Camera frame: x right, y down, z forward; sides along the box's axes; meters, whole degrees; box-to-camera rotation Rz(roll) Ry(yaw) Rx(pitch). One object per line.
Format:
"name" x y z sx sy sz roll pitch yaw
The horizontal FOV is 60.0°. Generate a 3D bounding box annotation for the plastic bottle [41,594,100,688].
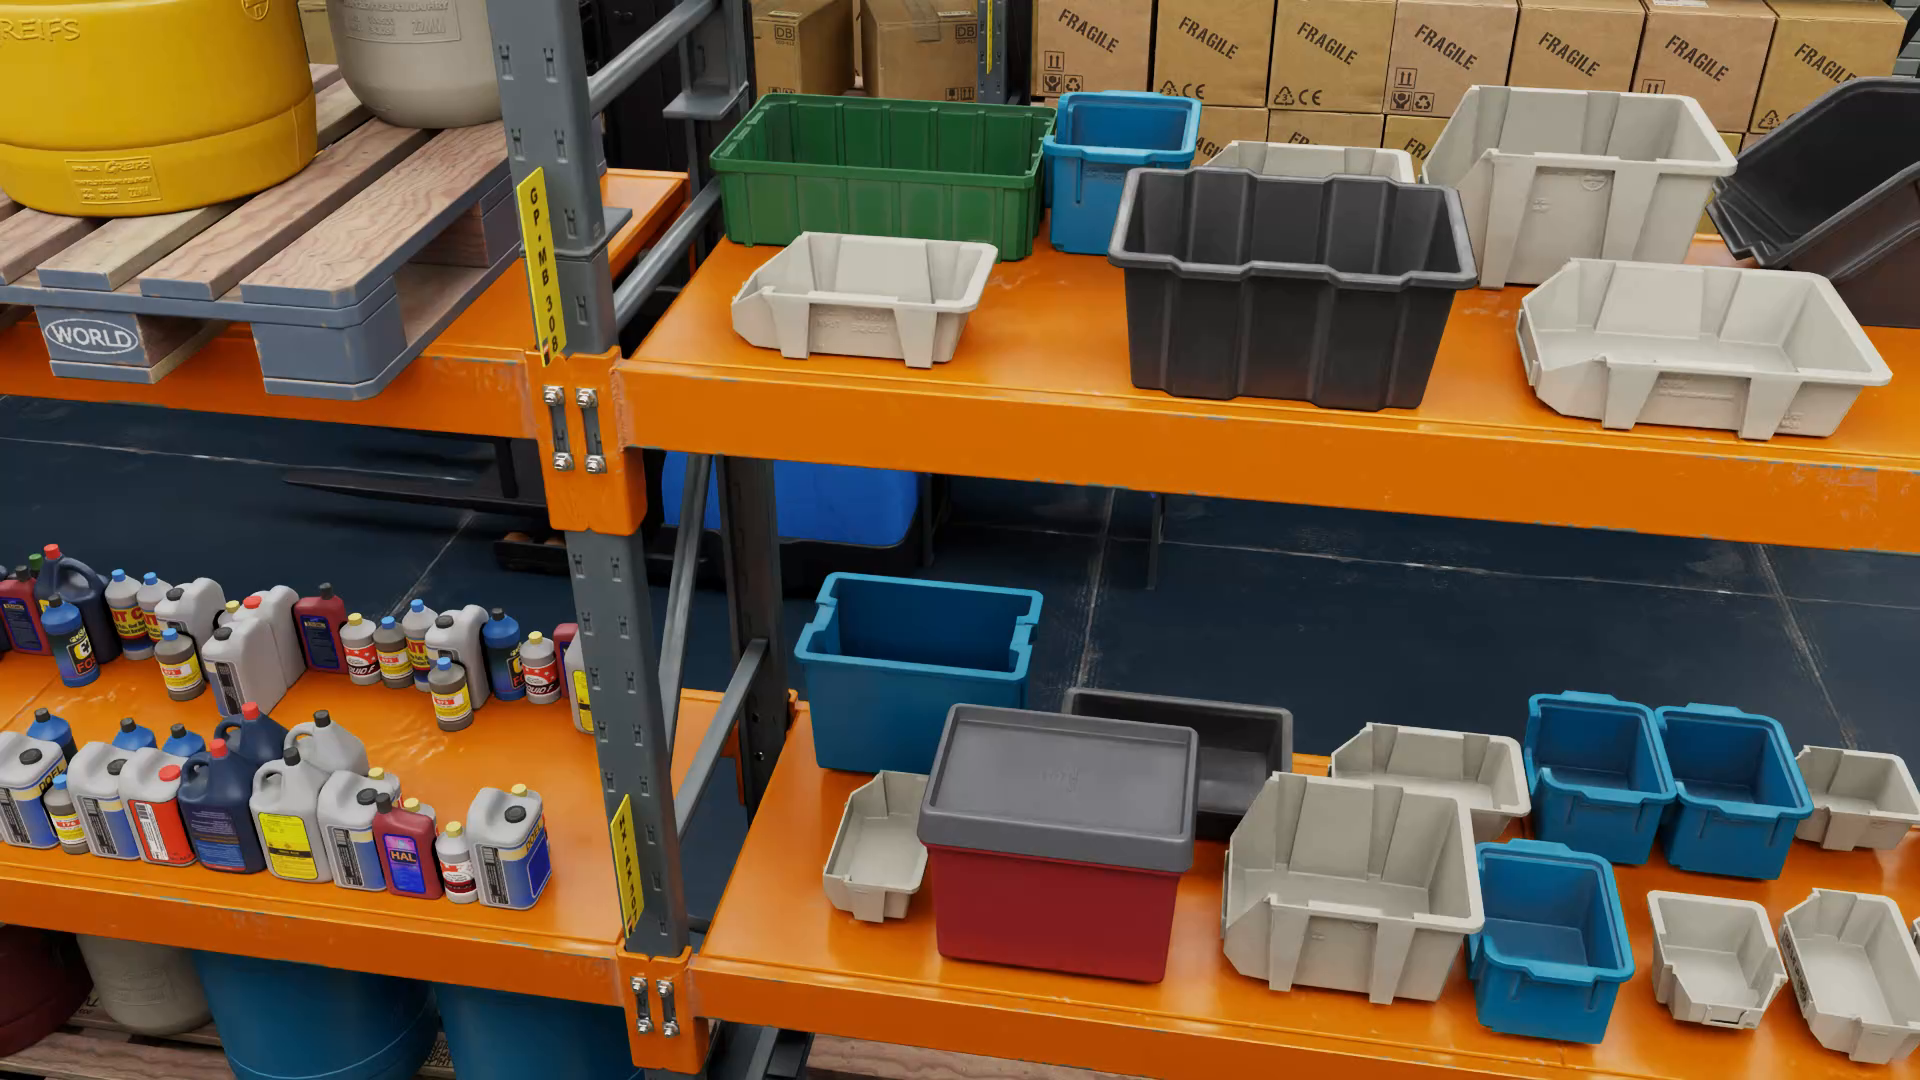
"plastic bottle" -2.473 0.272 4.610 0.097 0.271 0.097 0 32 0

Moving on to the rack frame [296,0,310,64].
"rack frame" -3.720 -2.420 8.789 0.127 3.000 1.000 5 32 8

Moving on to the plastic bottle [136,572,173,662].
"plastic bottle" -2.257 0.214 4.703 0.097 0.271 0.097 0 32 0

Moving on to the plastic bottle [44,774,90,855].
"plastic bottle" -2.166 0.660 4.056 0.097 0.201 0.097 0 32 0

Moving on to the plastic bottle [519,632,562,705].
"plastic bottle" -1.152 0.343 4.562 0.097 0.201 0.097 0 32 0

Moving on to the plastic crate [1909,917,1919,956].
"plastic crate" 2.212 0.959 3.582 0.243 0.136 0.396 5 32 8

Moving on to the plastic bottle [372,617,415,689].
"plastic bottle" -1.572 0.305 4.622 0.097 0.201 0.097 0 32 0

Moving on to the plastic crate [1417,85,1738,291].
"plastic crate" 1.196 -0.696 3.319 0.530 0.282 0.437 5 32 8

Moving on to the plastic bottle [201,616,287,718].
"plastic bottle" -1.944 0.337 4.502 0.135 0.276 0.152 5 32 8

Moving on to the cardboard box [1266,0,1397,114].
"cardboard box" 1.656 -2.248 7.477 0.500 0.500 0.500 4 32 7

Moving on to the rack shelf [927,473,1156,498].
"rack shelf" 0.395 -0.440 7.379 1.000 0.185 0.538 6 33 9

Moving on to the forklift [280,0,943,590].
"forklift" -1.638 -1.359 7.158 3.031 2.935 1.130 6 33 9

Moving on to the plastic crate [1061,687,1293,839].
"plastic crate" 0.535 0.578 4.202 0.590 0.125 0.437 5 32 8

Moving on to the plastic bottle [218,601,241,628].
"plastic bottle" -2.029 0.264 4.688 0.097 0.201 0.097 0 32 0

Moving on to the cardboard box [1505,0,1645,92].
"cardboard box" 2.671 -2.156 7.331 0.500 0.500 0.500 6 33 10

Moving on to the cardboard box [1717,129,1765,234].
"cardboard box" 3.679 -1.646 7.458 0.500 0.500 0.500 6 33 10

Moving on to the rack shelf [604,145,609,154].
"rack shelf" -1.748 -1.936 8.694 4.000 0.370 1.077 5 32 8

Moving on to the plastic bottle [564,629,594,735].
"plastic bottle" -0.946 0.344 4.420 0.185 0.351 0.144 5 32 8

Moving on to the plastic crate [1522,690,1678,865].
"plastic crate" 1.547 0.592 4.079 0.300 0.233 0.416 5 32 8

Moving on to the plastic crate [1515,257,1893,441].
"plastic crate" 1.250 -0.330 2.871 0.530 0.136 0.437 5 32 8

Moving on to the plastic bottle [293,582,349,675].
"plastic bottle" -1.779 0.242 4.646 0.133 0.283 0.061 5 32 8

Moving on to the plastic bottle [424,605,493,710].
"plastic bottle" -1.367 0.307 4.549 0.135 0.276 0.152 5 32 8

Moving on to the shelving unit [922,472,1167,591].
"shelving unit" 0.395 -0.593 7.283 1.048 1.500 0.538 6 33 9

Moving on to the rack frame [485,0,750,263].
"rack frame" -0.614 -2.015 2.488 0.127 3.000 1.000 5 32 8

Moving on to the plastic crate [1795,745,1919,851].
"plastic crate" 2.170 0.644 4.085 0.298 0.136 0.250 5 32 8

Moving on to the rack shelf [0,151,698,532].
"rack shelf" -2.585 -0.617 3.760 4.000 0.370 1.077 5 32 8

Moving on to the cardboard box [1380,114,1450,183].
"cardboard box" 2.179 -1.783 7.676 0.500 0.500 0.500 5 32 8

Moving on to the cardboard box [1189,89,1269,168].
"cardboard box" 1.185 -1.873 7.821 0.500 0.500 0.500 6 32 9

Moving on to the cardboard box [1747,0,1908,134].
"cardboard box" 3.681 -2.068 7.190 0.500 0.500 0.500 5 32 8

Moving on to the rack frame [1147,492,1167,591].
"rack frame" 0.894 -0.542 7.202 0.032 1.500 0.500 6 33 9

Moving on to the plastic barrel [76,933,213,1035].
"plastic barrel" -2.387 1.186 4.977 0.421 0.512 0.421 0 32 0

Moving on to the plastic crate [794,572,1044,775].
"plastic crate" -0.096 0.372 4.287 0.575 0.384 0.392 5 32 8

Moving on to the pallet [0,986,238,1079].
"pallet" -2.574 1.511 5.137 1.213 0.211 1.003 5 32 8

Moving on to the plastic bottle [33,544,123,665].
"plastic bottle" -2.496 0.171 4.696 0.185 0.351 0.144 5 32 8

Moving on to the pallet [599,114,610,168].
"pallet" -1.802 -2.167 8.566 1.213 0.211 1.003 5 32 8

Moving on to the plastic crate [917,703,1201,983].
"plastic crate" 0.224 0.686 3.710 0.583 0.464 0.402 5 32 8

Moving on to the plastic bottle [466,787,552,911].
"plastic bottle" -1.057 0.714 3.899 0.135 0.276 0.152 5 32 8

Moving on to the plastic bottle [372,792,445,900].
"plastic bottle" -1.293 0.714 3.892 0.133 0.283 0.061 5 32 8

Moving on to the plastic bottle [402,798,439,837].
"plastic bottle" -1.297 0.706 3.982 0.097 0.201 0.097 0 32 0

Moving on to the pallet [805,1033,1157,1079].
"pallet" 0.117 1.755 4.747 1.213 0.211 1.003 5 32 8

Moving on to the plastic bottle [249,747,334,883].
"plastic bottle" -1.575 0.638 3.951 0.185 0.351 0.144 5 32 8

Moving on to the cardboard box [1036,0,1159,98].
"cardboard box" 0.640 -2.340 7.624 0.500 0.500 0.500 6 33 9

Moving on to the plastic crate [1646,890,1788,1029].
"plastic crate" 1.638 0.931 3.628 0.250 0.136 0.298 5 32 8

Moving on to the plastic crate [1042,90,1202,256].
"plastic crate" 0.337 -0.759 3.465 0.300 0.233 0.416 5 32 8

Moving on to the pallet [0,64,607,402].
"pallet" -1.403 -0.683 3.364 1.003 0.211 1.213 5 32 8

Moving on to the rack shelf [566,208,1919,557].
"rack shelf" 1.358 -0.260 3.190 4.000 0.370 1.077 5 32 8

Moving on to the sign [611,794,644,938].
"sign" -0.708 0.698 3.547 0.005 0.325 0.100 5 32 8

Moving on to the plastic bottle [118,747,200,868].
"plastic bottle" -1.914 0.636 4.023 0.135 0.276 0.152 5 32 8

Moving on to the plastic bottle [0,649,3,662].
"plastic bottle" -2.802 0.227 4.670 0.133 0.283 0.061 5 32 8

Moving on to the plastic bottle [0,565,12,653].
"plastic bottle" -2.810 0.142 4.742 0.185 0.351 0.144 5 32 8

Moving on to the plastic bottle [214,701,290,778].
"plastic bottle" -1.733 0.546 4.097 0.185 0.351 0.144 5 32 8

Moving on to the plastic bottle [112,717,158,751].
"plastic bottle" -2.044 0.560 4.150 0.097 0.271 0.097 0 32 0

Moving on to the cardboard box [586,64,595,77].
"cardboard box" -2.211 -2.461 8.365 0.500 0.500 0.700 11 34 17

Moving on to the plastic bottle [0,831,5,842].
"plastic bottle" -2.394 0.639 4.089 0.097 0.201 0.097 0 32 0

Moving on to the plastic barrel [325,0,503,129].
"plastic barrel" -1.091 -1.158 3.421 0.433 0.535 0.433 0 32 0

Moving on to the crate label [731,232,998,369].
"crate label" -0.180 -0.437 3.043 0.466 0.136 0.293 5 32 8

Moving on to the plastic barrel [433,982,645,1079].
"plastic barrel" -1.147 1.182 4.617 0.708 0.901 0.600 5 32 8

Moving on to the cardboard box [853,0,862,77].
"cardboard box" -0.486 -3.988 12.925 0.750 0.750 0.750 6 33 10

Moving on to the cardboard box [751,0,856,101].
"cardboard box" -0.895 -2.471 8.380 0.500 0.500 0.700 10 33 16
